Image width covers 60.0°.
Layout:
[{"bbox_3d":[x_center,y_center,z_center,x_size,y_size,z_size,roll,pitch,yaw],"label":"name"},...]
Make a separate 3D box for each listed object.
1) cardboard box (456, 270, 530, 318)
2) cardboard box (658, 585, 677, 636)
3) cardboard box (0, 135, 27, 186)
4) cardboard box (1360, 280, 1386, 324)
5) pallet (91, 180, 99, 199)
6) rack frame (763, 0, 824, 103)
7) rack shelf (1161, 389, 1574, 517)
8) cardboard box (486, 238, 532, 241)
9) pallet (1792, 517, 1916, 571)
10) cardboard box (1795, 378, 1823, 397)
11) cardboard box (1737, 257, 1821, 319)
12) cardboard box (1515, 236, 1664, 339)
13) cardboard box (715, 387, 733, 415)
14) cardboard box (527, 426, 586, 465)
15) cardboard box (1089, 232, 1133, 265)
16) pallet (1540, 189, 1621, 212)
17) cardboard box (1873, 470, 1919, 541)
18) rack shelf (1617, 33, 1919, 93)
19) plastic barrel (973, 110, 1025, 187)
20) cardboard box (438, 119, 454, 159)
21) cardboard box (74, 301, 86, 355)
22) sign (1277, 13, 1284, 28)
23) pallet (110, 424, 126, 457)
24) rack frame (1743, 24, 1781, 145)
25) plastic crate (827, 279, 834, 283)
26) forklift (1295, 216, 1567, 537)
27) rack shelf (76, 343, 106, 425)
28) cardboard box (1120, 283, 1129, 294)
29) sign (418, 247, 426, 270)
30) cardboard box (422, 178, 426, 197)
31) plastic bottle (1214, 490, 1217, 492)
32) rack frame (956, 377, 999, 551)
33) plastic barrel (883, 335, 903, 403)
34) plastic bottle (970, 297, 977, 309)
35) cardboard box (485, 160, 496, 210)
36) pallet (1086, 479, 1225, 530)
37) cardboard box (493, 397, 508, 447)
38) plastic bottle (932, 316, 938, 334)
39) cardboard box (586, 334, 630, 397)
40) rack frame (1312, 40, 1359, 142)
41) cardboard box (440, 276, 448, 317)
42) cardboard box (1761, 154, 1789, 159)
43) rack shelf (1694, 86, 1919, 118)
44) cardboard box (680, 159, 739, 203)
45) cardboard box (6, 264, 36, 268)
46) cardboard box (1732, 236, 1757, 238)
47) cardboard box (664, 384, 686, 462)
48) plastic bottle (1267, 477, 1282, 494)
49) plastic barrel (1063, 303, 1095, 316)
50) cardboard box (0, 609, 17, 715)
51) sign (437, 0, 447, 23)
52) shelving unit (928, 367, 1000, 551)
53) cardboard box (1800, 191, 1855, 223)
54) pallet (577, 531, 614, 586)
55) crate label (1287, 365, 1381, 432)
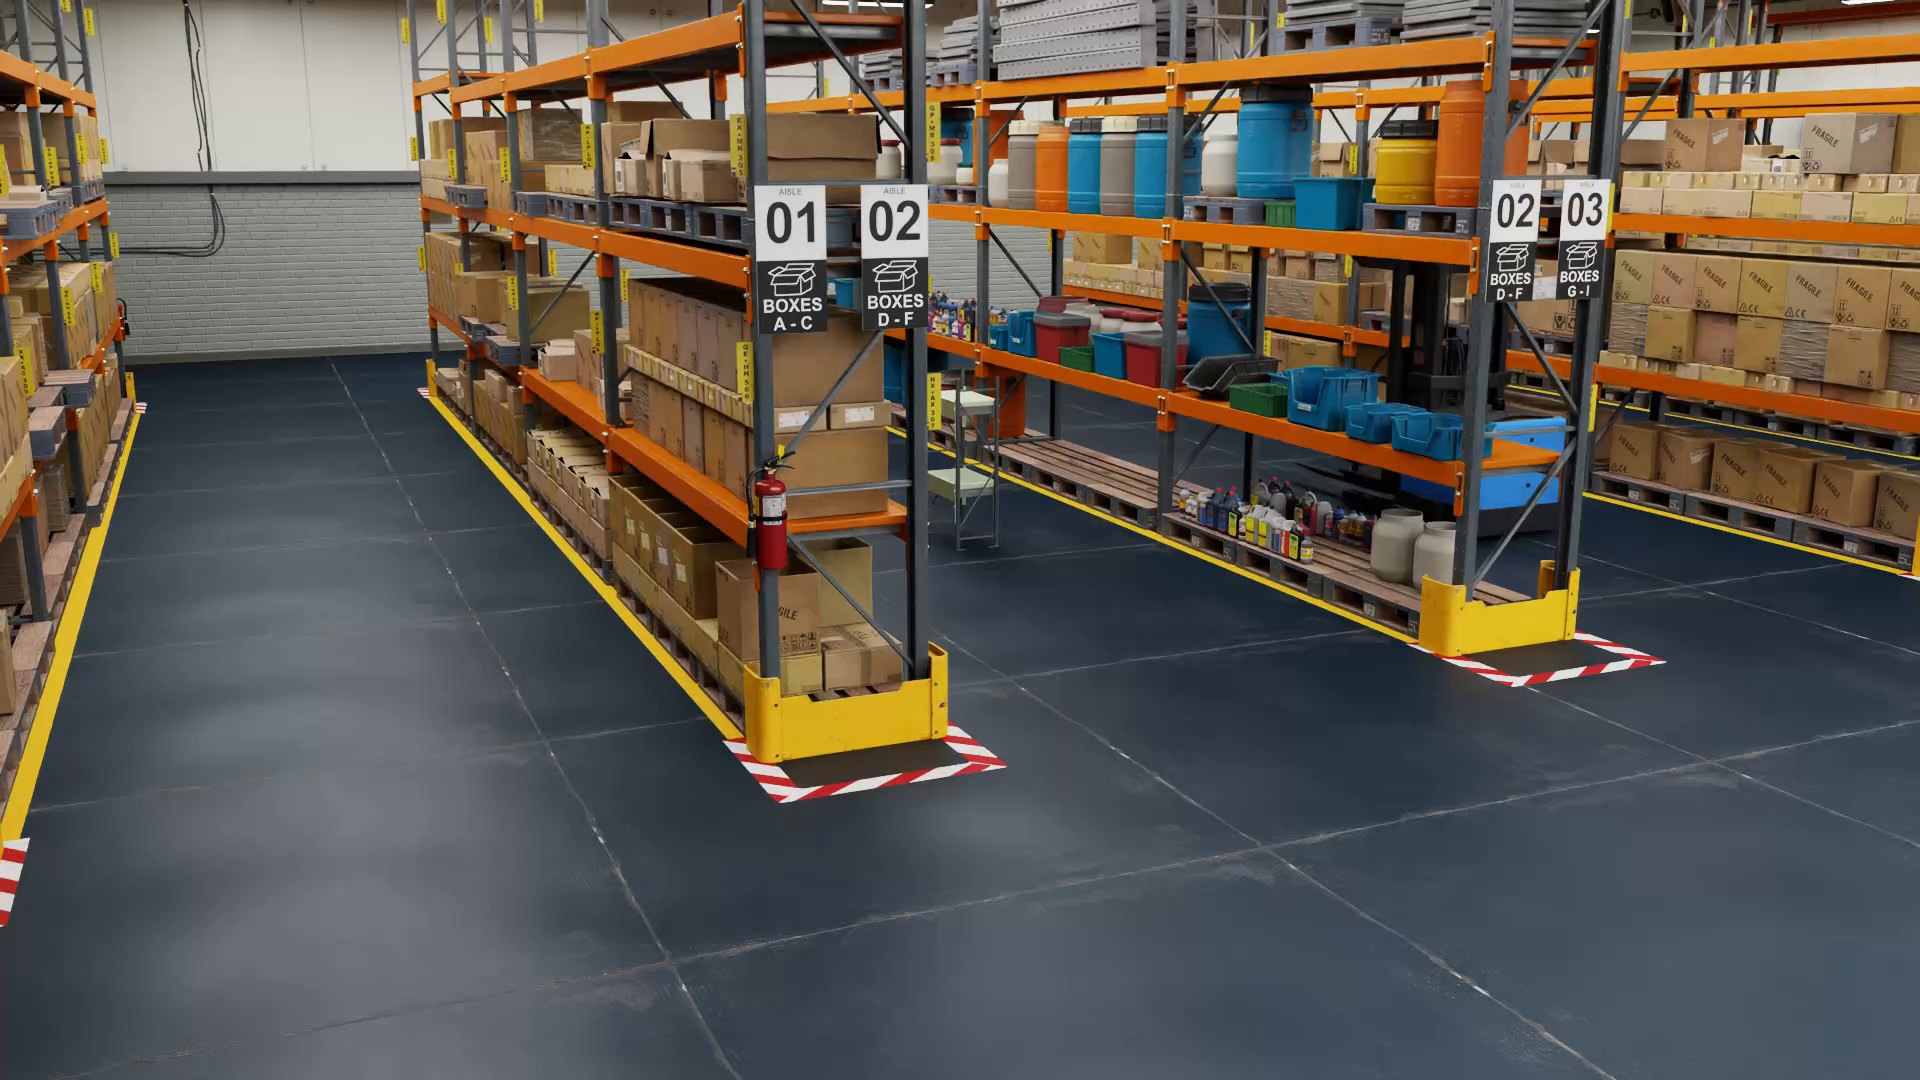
[{"bbox_3d":[-5.489,-2.900,19.596,0.700,0.500,0.500,-12,18,-42],"label":"cardboard box"},{"bbox_3d":[-1.764,0.456,11.413,0.500,0.250,0.500,-6,14,-23],"label":"cardboard box"},{"bbox_3d":[-8.652,-3.308,14.661,0.700,0.500,0.500,-7,15,-27],"label":"cardboard box"},{"bbox_3d":[5.262,-3.006,20.986,0.500,0.500,0.500,-5,14,-21],"label":"cardboard box"},{"bbox_3d":[-10.814,-4.157,19.722,1.003,0.211,1.213,-6,14,-23],"label":"pallet"},{"bbox_3d":[-2.536,-6.961,24.989,1.000,3.000,0.127,-6,14,-23],"label":"rack frame"},{"bbox_3d":[3.072,-0.795,13.249,1.077,0.370,4.000,-6,14,-23],"label":"rack shelf"},{"bbox_3d":[-5.817,-3.637,21.491,0.500,0.500,0.500,-6,14,-25],"label":"cardboard box"},{"bbox_3d":[8.088,-0.008,14.437,1.003,0.211,1.213,-6,14,-23],"label":"pallet"},{"bbox_3d":[7.593,-1.355,14.627,0.380,0.149,0.250,-6,14,-23],"label":"cardboard box"},{"bbox_3d":[7.369,-2.262,14.893,0.500,0.500,0.500,-6,14,-23],"label":"cardboard box"},{"bbox_3d":[6.619,-2.680,17.535,1.000,1.000,1.000,-6,14,-23],"label":"cardboard box"},{"bbox_3d":[-1.302,-0.871,10.322,0.380,0.149,0.250,-5,14,-22],"label":"cardboard box"},{"bbox_3d":[-3.931,-0.942,16.212,0.500,0.311,0.500,-5,14,-21],"label":"cardboard box"},{"bbox_3d":[2.361,-4.589,26.057,0.500,0.500,0.500,-6,14,-24],"label":"cardboard box"},{"bbox_3d":[6.660,-3.513,17.162,1.213,0.211,1.003,-6,14,-23],"label":"pallet"},{"bbox_3d":[8.177,-0.297,14.114,0.500,0.500,0.500,-3,13,-13],"label":"cardboard box"},{"bbox_3d":[7.610,-4.164,14.506,1.077,0.370,4.000,-6,14,-23],"label":"rack shelf"},{"bbox_3d":[0.444,-4.378,18.598,0.600,0.830,0.708,-6,14,-23],"label":"plastic barrel"},{"bbox_3d":[-6.319,-5.168,21.454,0.700,0.500,0.500,-6,14,-23],"label":"cardboard box"},{"bbox_3d":[-8.768,-2.029,16.059,0.500,0.500,0.500,-6,14,-23],"label":"cardboard box"},{"bbox_3d":[2.780,-4.427,14.505,0.100,0.325,0.005,-6,14,-23],"label":"sign"},{"bbox_3d":[-10.244,-1.123,19.252,1.003,0.211,1.213,-6,14,-23],"label":"pallet"},{"bbox_3d":[15.629,-8.752,32.730,1.000,3.000,0.127,-6,14,-23],"label":"rack frame"},{"bbox_3d":[-2.231,-4.032,25.429,0.616,0.435,0.499,-6,14,-23],"label":"plastic crate"},{"bbox_3d":[4.400,-1.737,15.873,1.130,2.935,3.031,-6,14,-23],"label":"forklift"},{"bbox_3d":[-9.210,-1.553,16.524,1.077,0.370,4.000,-6,14,-23],"label":"rack shelf"},{"bbox_3d":[2.667,-3.836,25.347,0.380,0.149,0.250,-6,14,-24],"label":"cardboard box"},{"bbox_3d":[-7.573,-3.964,23.426,0.100,0.325,0.005,-6,14,-23],"label":"sign"},{"bbox_3d":[-7.103,-4.851,22.856,0.500,0.250,0.500,-6,14,-23],"label":"cardboard box"},{"bbox_3d":[2.249,-0.290,14.519,0.061,0.283,0.133,-6,14,-23],"label":"plastic bottle"},{"bbox_3d":[0.149,-0.654,14.368,0.400,1.500,0.023,-6,14,-23],"label":"rack frame"},{"bbox_3d":[-0.731,-2.280,21.792,0.600,0.901,0.708,-6,14,-23],"label":"plastic barrel"},{"bbox_3d":[0.176,-2.800,20.424,0.144,0.351,0.185,-6,14,-23],"label":"plastic bottle"},{"bbox_3d":[-4.490,-3.749,17.540,0.910,0.500,0.500,-6,14,-23],"label":"cardboard box"},{"bbox_3d":[1.921,-0.359,15.954,1.003,0.211,1.213,-6,14,-23],"label":"pallet"},{"bbox_3d":[-4.884,-1.322,18.498,0.500,0.500,0.500,-6,14,-25],"label":"cardboard box"},{"bbox_3d":[-0.279,-2.548,19.665,0.097,0.201,0.097,0,13,0],"label":"plastic bottle"},{"bbox_3d":[-2.973,-1.534,14.622,0.500,0.500,0.500,-6,14,-23],"label":"cardboard box"},{"bbox_3d":[6.587,-7.835,28.767,1.000,3.000,0.127,-6,14,-23],"label":"rack frame"},{"bbox_3d":[-6.531,-3.211,21.871,0.500,0.500,0.500,-5,14,-22],"label":"cardboard box"},{"bbox_3d":[10.486,-4.742,21.100,0.500,0.311,0.500,-6,14,-23],"label":"cardboard box"},{"bbox_3d":[10.593,-5.224,19.967,1.077,0.370,4.000,-6,14,-23],"label":"rack shelf"},{"bbox_3d":[-1.370,-2.161,9.993,0.500,0.250,0.500,-6,14,-23],"label":"cardboard box"},{"bbox_3d":[-10.065,-2.767,17.584,0.500,0.250,0.500,-5,14,-21],"label":"cardboard box"},{"bbox_3d":[12.827,-4.871,26.823,0.500,0.500,0.500,-6,14,-23],"label":"cardboard box"},{"bbox_3d":[-1.671,-0.858,11.701,0.700,0.500,0.500,-5,14,-22],"label":"cardboard box"},{"bbox_3d":[2.793,-0.376,14.740,0.144,0.351,0.185,-6,14,-24],"label":"plastic bottle"},{"bbox_3d":[1.277,-2.247,17.676,0.421,0.512,0.421,0,13,0],"label":"plastic barrel"},{"bbox_3d":[-5.875,0.741,9.585,0.700,0.500,0.500,-7,15,-27],"label":"cardboard box"},{"bbox_3d":[-5.978,-6.136,19.179,0.100,0.325,0.005,-6,14,-23],"label":"sign"},{"bbox_3d":[0.003,-0.729,14.695,0.431,1.500,0.755,-6,14,-23],"label":"shelving unit"},{"bbox_3d":[7.585,-2.854,14.231,0.500,0.250,0.500,-5,14,-22],"label":"cardboard box"},{"bbox_3d":[-2.600,0.097,13.980,1.003,0.211,1.213,-6,14,-23],"label":"pallet"},{"bbox_3d":[2.888,-1.106,12.916,0.502,0.435,0.616,-6,14,-23],"label":"crate label"}]
